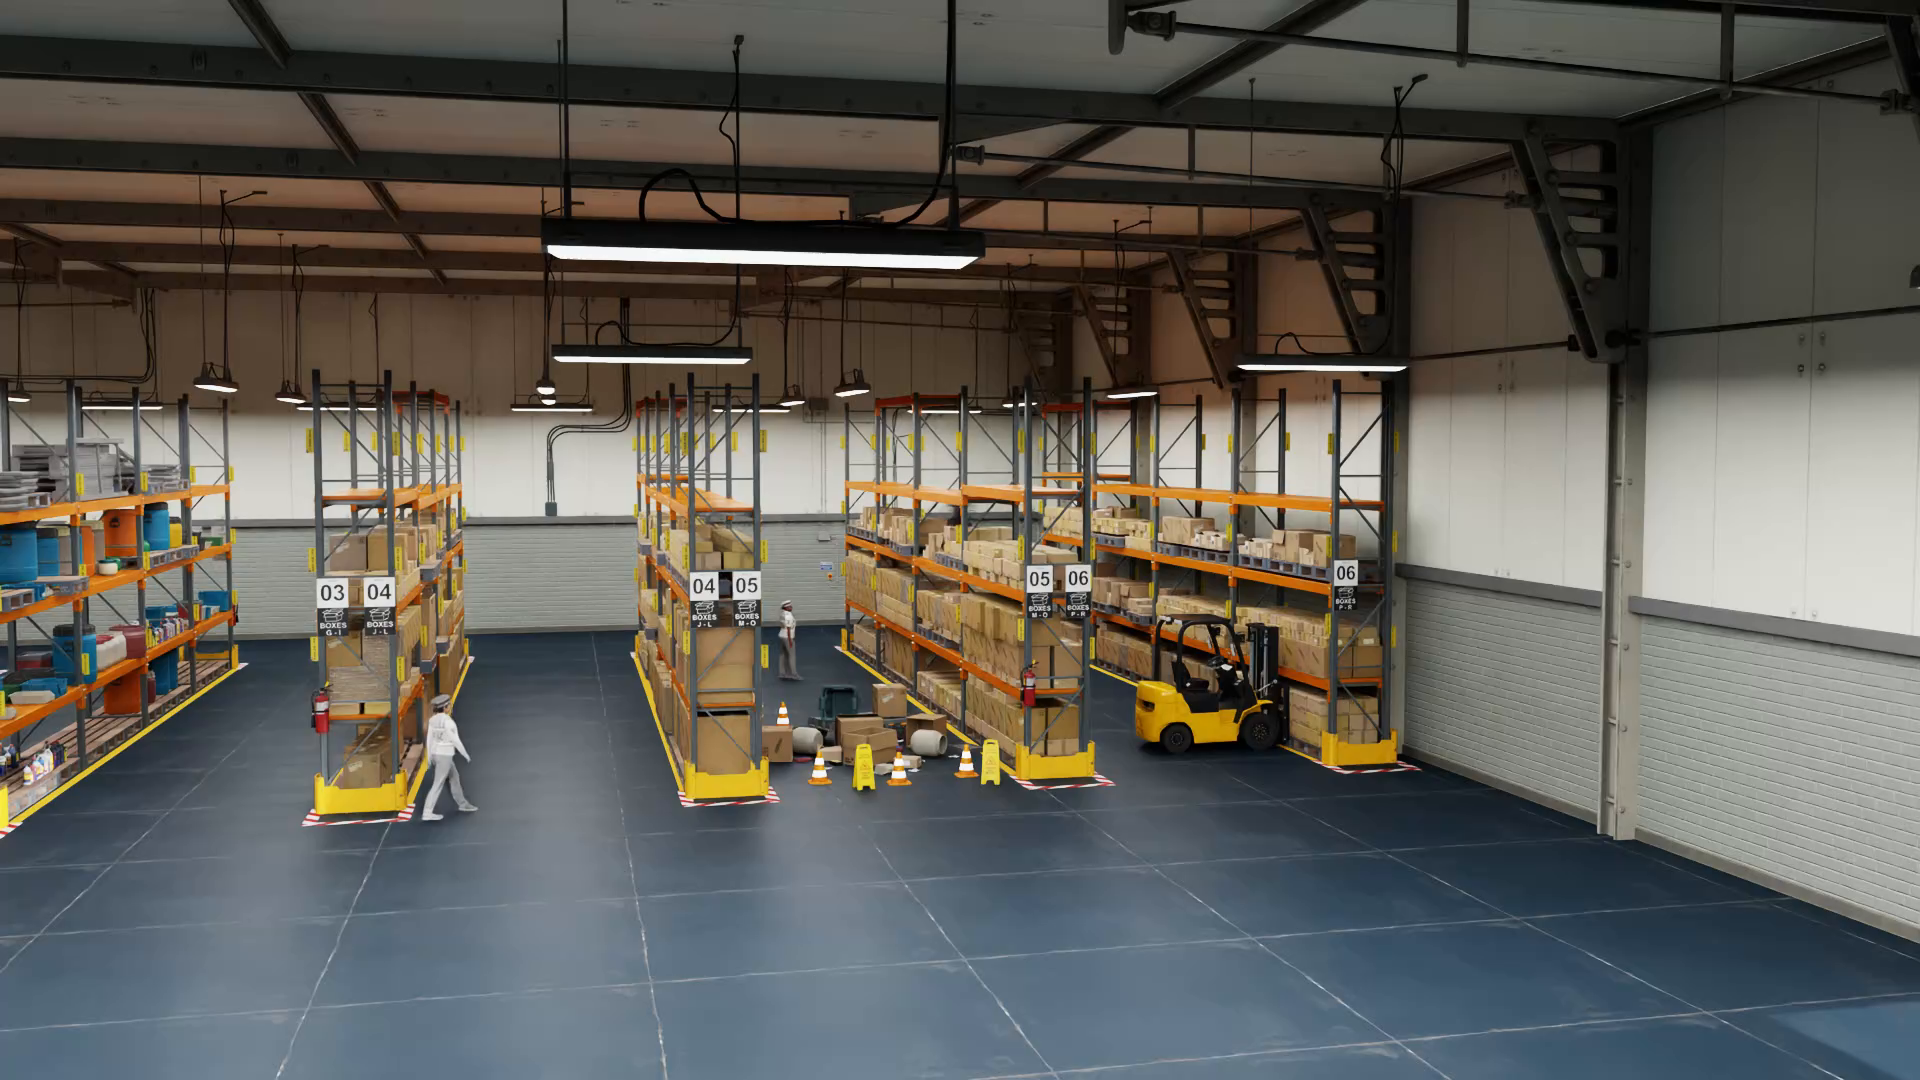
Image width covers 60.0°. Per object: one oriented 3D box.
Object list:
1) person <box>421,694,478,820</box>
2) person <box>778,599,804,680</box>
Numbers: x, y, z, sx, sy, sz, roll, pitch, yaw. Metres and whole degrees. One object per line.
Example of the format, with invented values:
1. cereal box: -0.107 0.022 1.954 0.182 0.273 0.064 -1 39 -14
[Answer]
1. person: -6.794 2.872 22.191 0.842 1.660 0.483 -2 4 -36
2. person: -3.632 2.116 35.454 0.475 1.710 0.499 -2 4 -29
